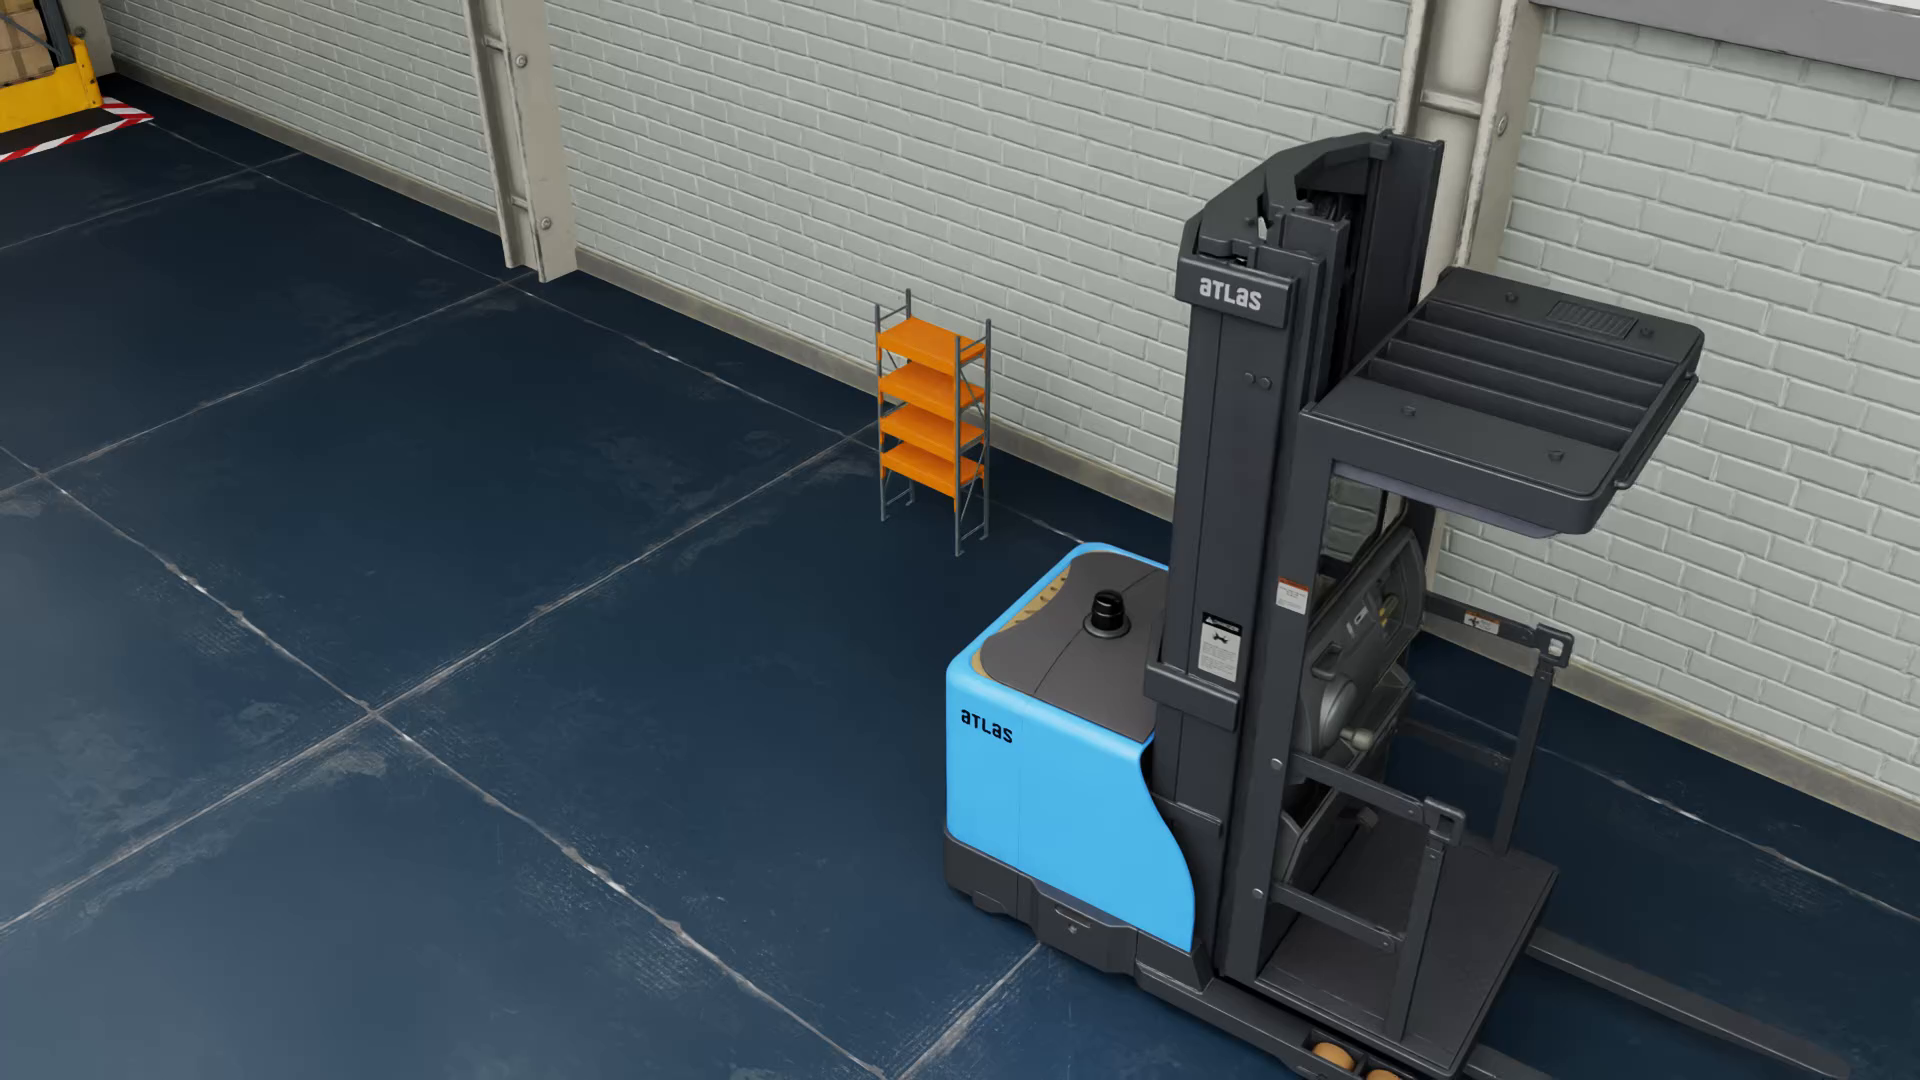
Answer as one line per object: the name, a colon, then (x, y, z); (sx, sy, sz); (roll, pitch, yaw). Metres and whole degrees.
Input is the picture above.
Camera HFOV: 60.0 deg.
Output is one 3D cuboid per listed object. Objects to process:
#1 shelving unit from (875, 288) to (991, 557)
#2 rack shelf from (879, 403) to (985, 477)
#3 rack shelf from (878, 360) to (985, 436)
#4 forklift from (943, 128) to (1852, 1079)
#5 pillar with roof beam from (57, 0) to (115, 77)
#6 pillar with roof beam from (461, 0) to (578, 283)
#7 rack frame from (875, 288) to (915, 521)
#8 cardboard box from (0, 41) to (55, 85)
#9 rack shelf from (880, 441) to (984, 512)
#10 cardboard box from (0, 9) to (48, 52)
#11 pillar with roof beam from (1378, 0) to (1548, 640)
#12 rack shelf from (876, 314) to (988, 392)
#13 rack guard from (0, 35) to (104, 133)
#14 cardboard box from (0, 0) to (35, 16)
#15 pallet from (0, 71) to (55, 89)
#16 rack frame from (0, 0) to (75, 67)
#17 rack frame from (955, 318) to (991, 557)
shelving unit: (-0.127, -0.555, 7.998); (0.503, 1.200, 0.258); (25, 42, 32)
rack shelf: (-0.127, -0.499, 8.036); (0.480, 0.148, 0.258); (25, 42, 32)
rack shelf: (-0.127, -0.683, 7.909); (0.480, 0.148, 0.258); (25, 42, 32)
forklift: (1.442, 0.356, 5.142); (3.031, 2.935, 1.130); (21, 40, 28)
pillar with roof beam: (-10.081, -5.793, 8.736); (0.400, 9.000, 9.100); (25, 42, 32)
pillar with roof beam: (-5.470, -3.619, 5.571); (0.400, 9.000, 9.100); (25, 42, 32)
rack frame: (-0.315, -0.643, 8.126); (0.015, 1.200, 0.240); (25, 42, 32)
cardboard box: (-7.620, -3.851, 13.266); (0.500, 0.250, 0.500); (25, 42, 32)
rack shelf: (-0.127, -0.335, 8.148); (0.480, 0.148, 0.258); (25, 42, 32)
cardboard box: (-7.597, -4.055, 13.121); (0.500, 0.250, 0.500); (26, 42, 33)
pillar with roof beam: (-0.859, -1.446, 2.407); (0.400, 9.000, 9.100); (25, 42, 32)
rack shelf: (-0.127, -0.878, 7.775); (0.480, 0.148, 0.258); (25, 42, 32)
rack guard: (-7.350, -3.509, 12.918); (0.348, 0.500, 1.175); (25, 42, 32)
cardboard box: (-7.616, -4.257, 12.973); (0.500, 0.250, 0.500); (25, 41, 31)
pallet: (-7.983, -3.658, 13.390); (1.213, 0.211, 1.003); (25, 42, 32)
rack frame: (-7.368, -4.548, 12.223); (0.127, 3.000, 1.000); (25, 42, 32)
rack frame: (0.060, -0.466, 7.869); (0.015, 1.200, 0.240); (25, 42, 32)
